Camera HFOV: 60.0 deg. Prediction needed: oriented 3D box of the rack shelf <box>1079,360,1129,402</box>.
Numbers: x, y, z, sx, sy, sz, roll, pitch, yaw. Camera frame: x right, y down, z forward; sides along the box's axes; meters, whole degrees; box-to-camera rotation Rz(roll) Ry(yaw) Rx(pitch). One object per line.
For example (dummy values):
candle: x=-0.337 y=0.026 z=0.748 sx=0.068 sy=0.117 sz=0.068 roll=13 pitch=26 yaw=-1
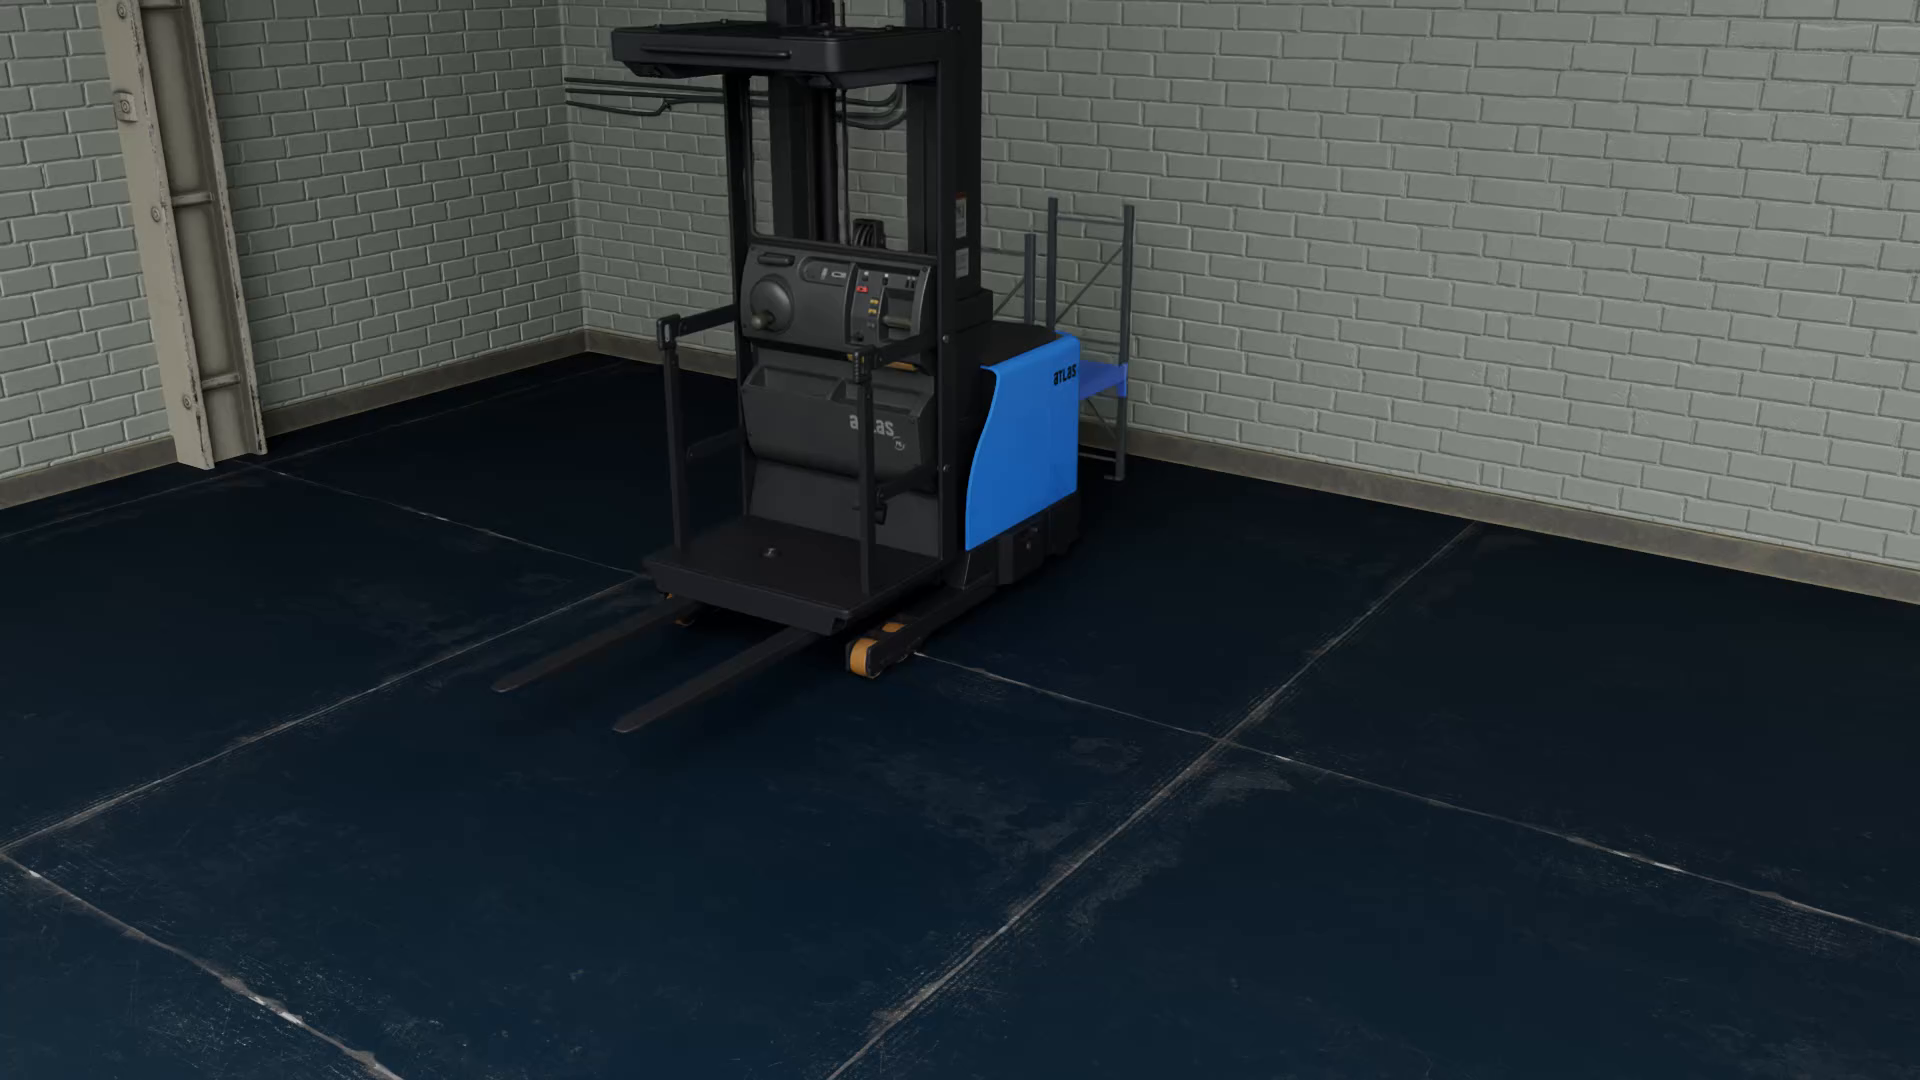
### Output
rack shelf: x=0.414 y=-0.764 z=8.688 sx=0.538 sy=0.185 sz=1.000 roll=13 pitch=24 yaw=30

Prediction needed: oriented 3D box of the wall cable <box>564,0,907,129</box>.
wall cable: x=-1.494 y=-3.831 z=10.127 sx=3.097 sy=2.526 sz=0.112 roll=13 pitch=24 yaw=32

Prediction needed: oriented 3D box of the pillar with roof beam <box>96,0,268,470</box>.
pillar with roof beam: x=-0.683 y=-3.860 z=5.730 sx=9.100 sy=9.000 sz=0.400 roll=13 pitch=24 yaw=32

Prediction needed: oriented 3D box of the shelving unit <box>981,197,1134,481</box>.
shelving unit: x=0.414 y=-0.933 z=8.626 sx=0.538 sy=1.500 sz=1.048 roll=13 pitch=24 yaw=30

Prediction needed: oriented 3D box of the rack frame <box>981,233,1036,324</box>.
rack frame: x=0.140 y=-0.785 z=8.224 sx=0.500 sy=1.500 sz=0.032 roll=13 pitch=24 yaw=30

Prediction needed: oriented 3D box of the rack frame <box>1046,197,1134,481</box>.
rack frame: x=0.689 y=-1.082 z=9.027 sx=0.500 sy=1.500 sz=0.032 roll=13 pitch=24 yaw=30

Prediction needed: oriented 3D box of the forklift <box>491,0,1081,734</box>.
forklift: x=-0.638 y=-0.998 z=6.738 sx=1.130 sy=2.935 sz=3.031 roll=13 pitch=24 yaw=30
